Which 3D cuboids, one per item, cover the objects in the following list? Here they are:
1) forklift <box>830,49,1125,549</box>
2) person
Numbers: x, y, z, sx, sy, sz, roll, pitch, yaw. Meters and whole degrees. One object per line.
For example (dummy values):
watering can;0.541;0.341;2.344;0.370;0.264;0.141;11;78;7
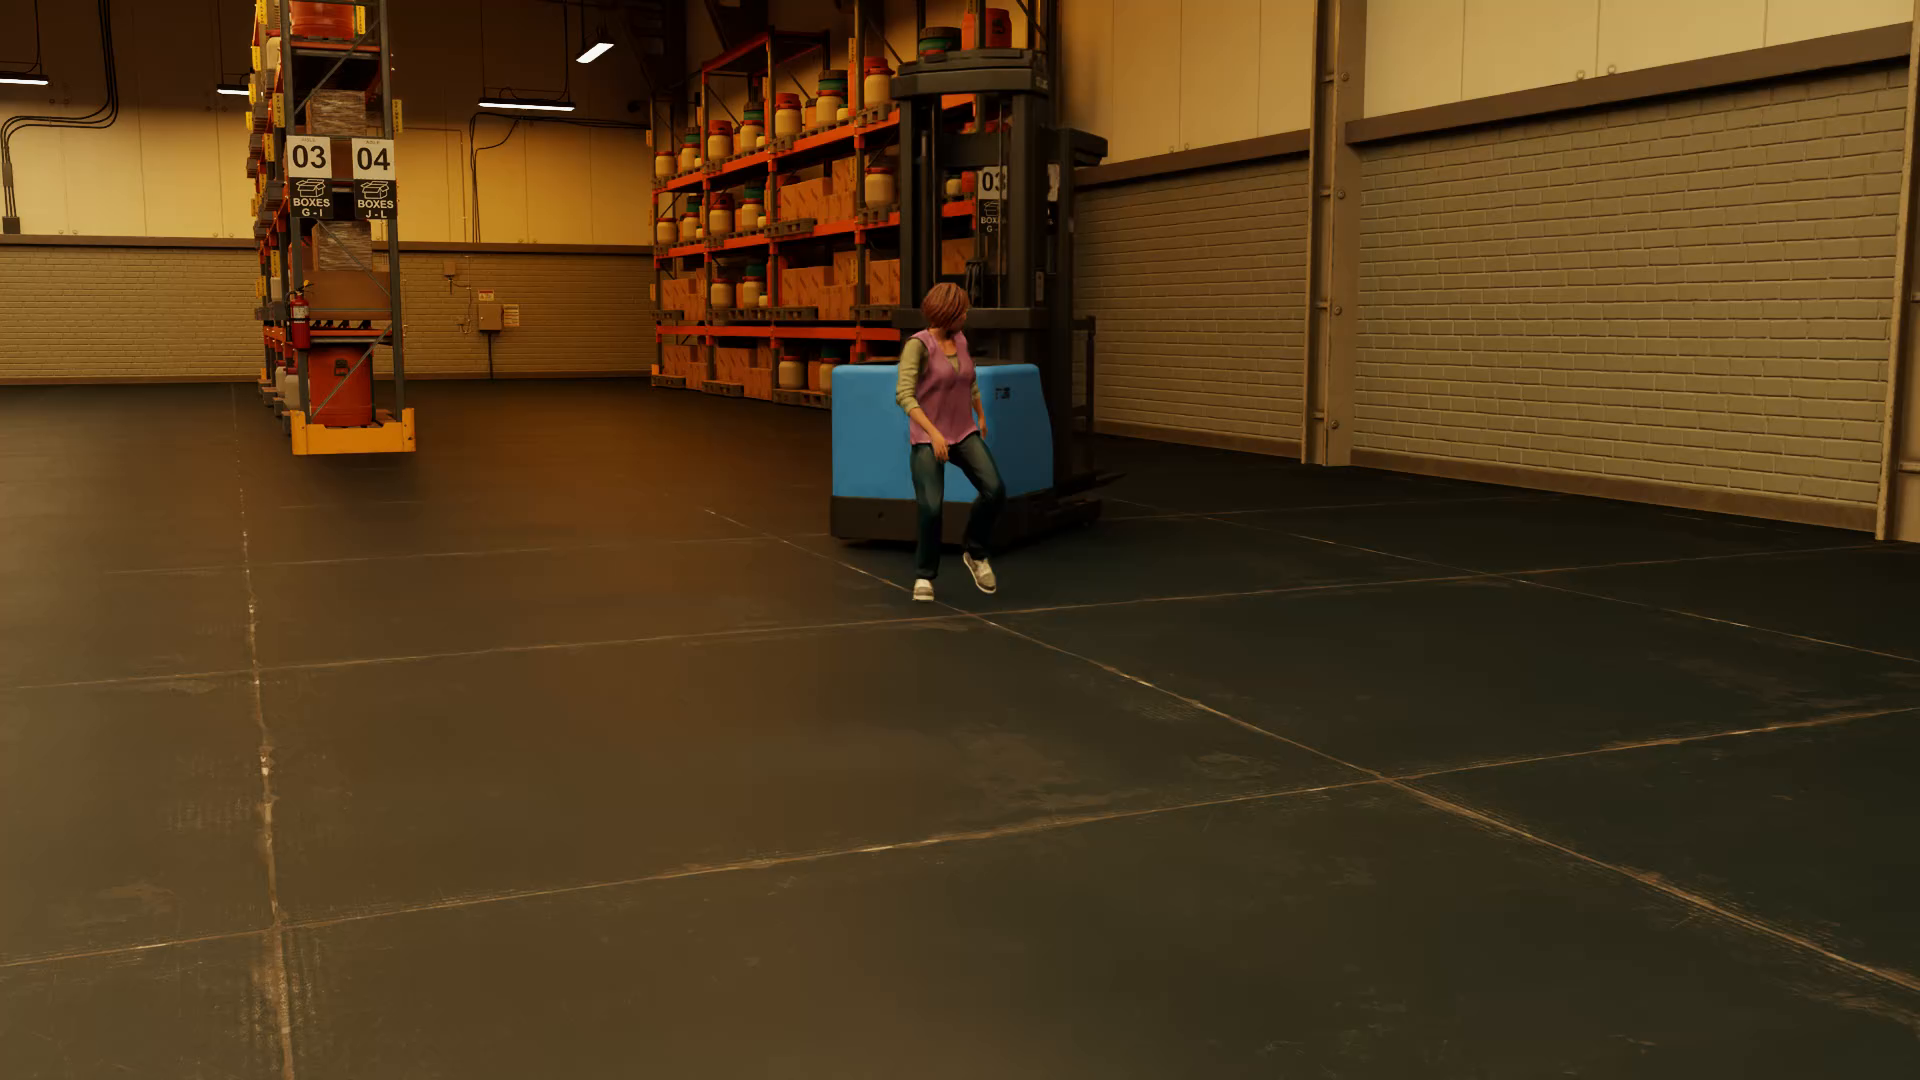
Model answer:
forklift;0.291;-1.556;10.741;1.130;2.935;3.031;3;8;23
person;-0.043;-0.466;7.946;0.648;1.514;0.580;-4;8;-27
